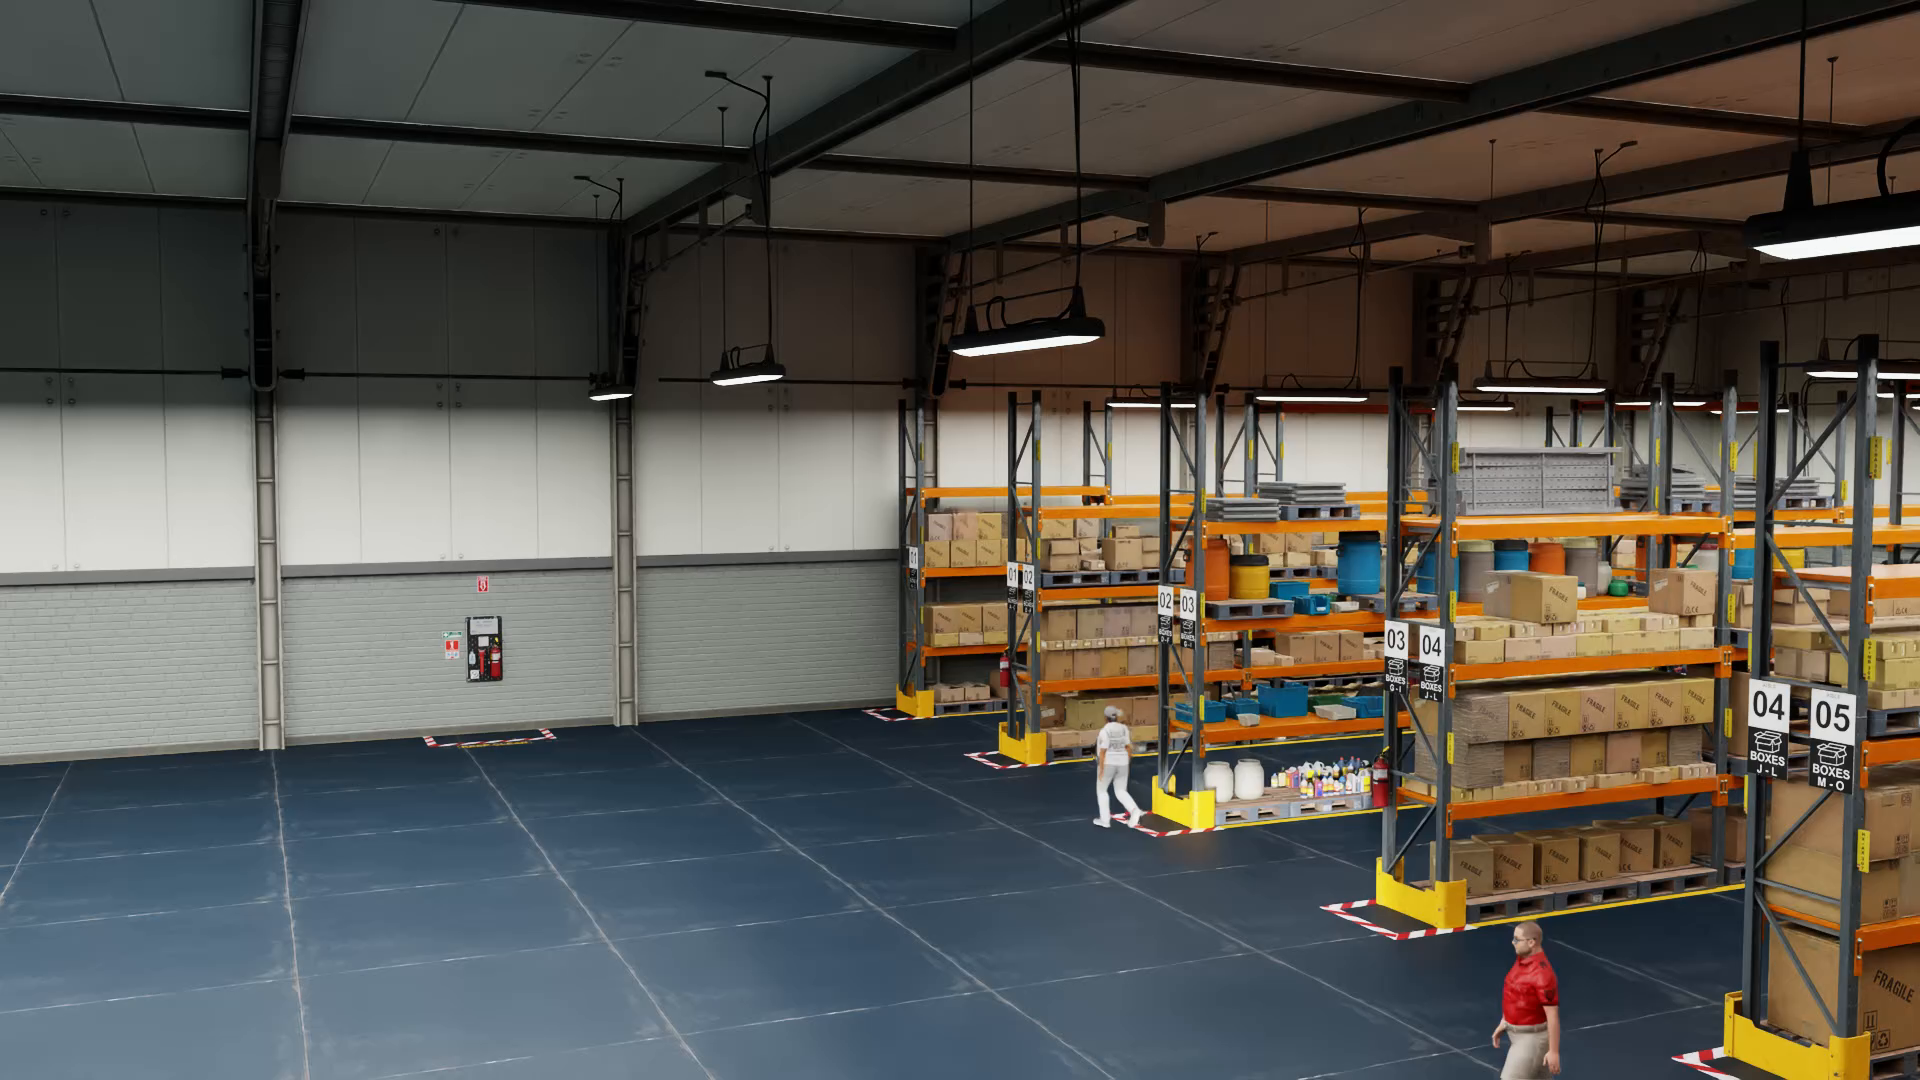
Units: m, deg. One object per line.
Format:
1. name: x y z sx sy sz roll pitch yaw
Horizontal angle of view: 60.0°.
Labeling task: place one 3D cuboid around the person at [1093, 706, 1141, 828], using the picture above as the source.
1. person: 2.089 3.034 22.198 0.506 1.629 0.769 -2 4 -29

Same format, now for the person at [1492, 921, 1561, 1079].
1. person: 4.016 3.589 11.987 0.886 1.691 0.588 0 3 4
